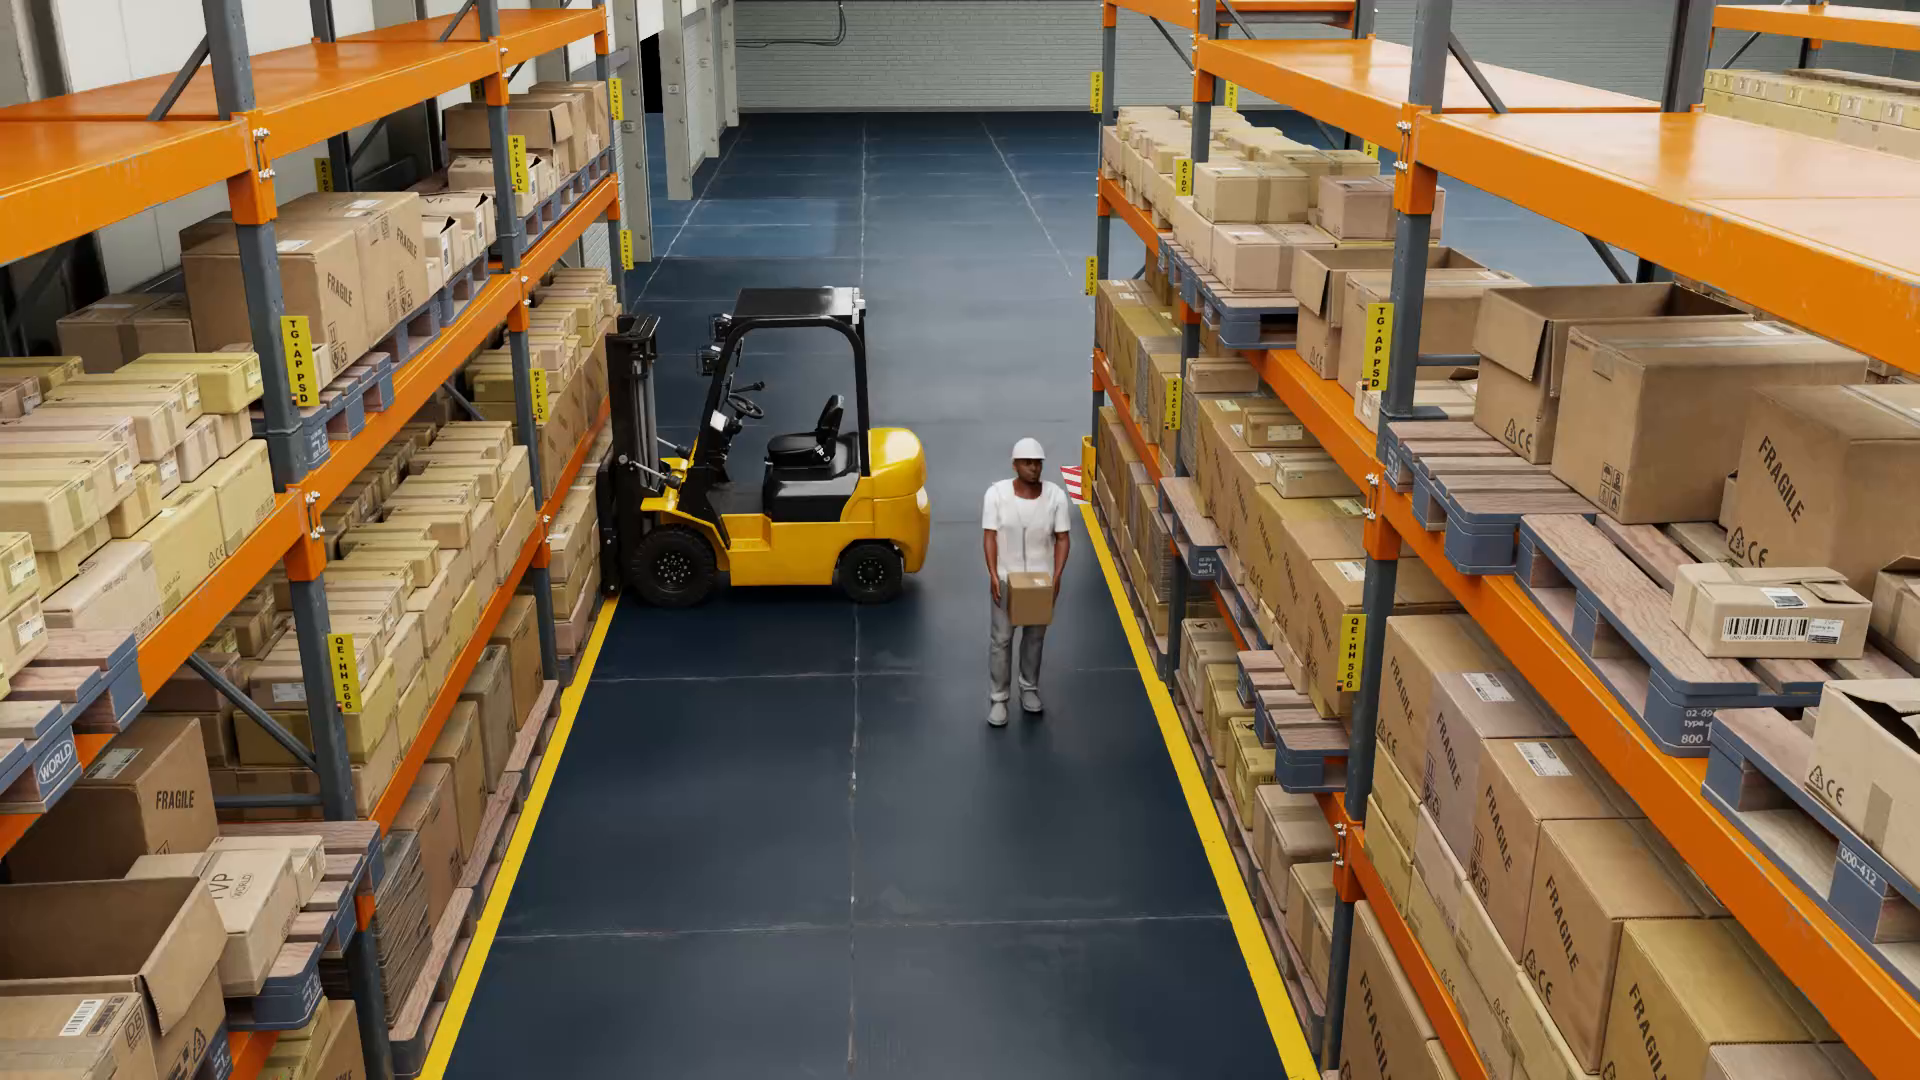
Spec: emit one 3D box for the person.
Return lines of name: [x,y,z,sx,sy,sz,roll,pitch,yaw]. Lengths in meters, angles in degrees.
person: [0.420,0.253,10.331,0.552,1.771,0.538,-1,20,-4]
